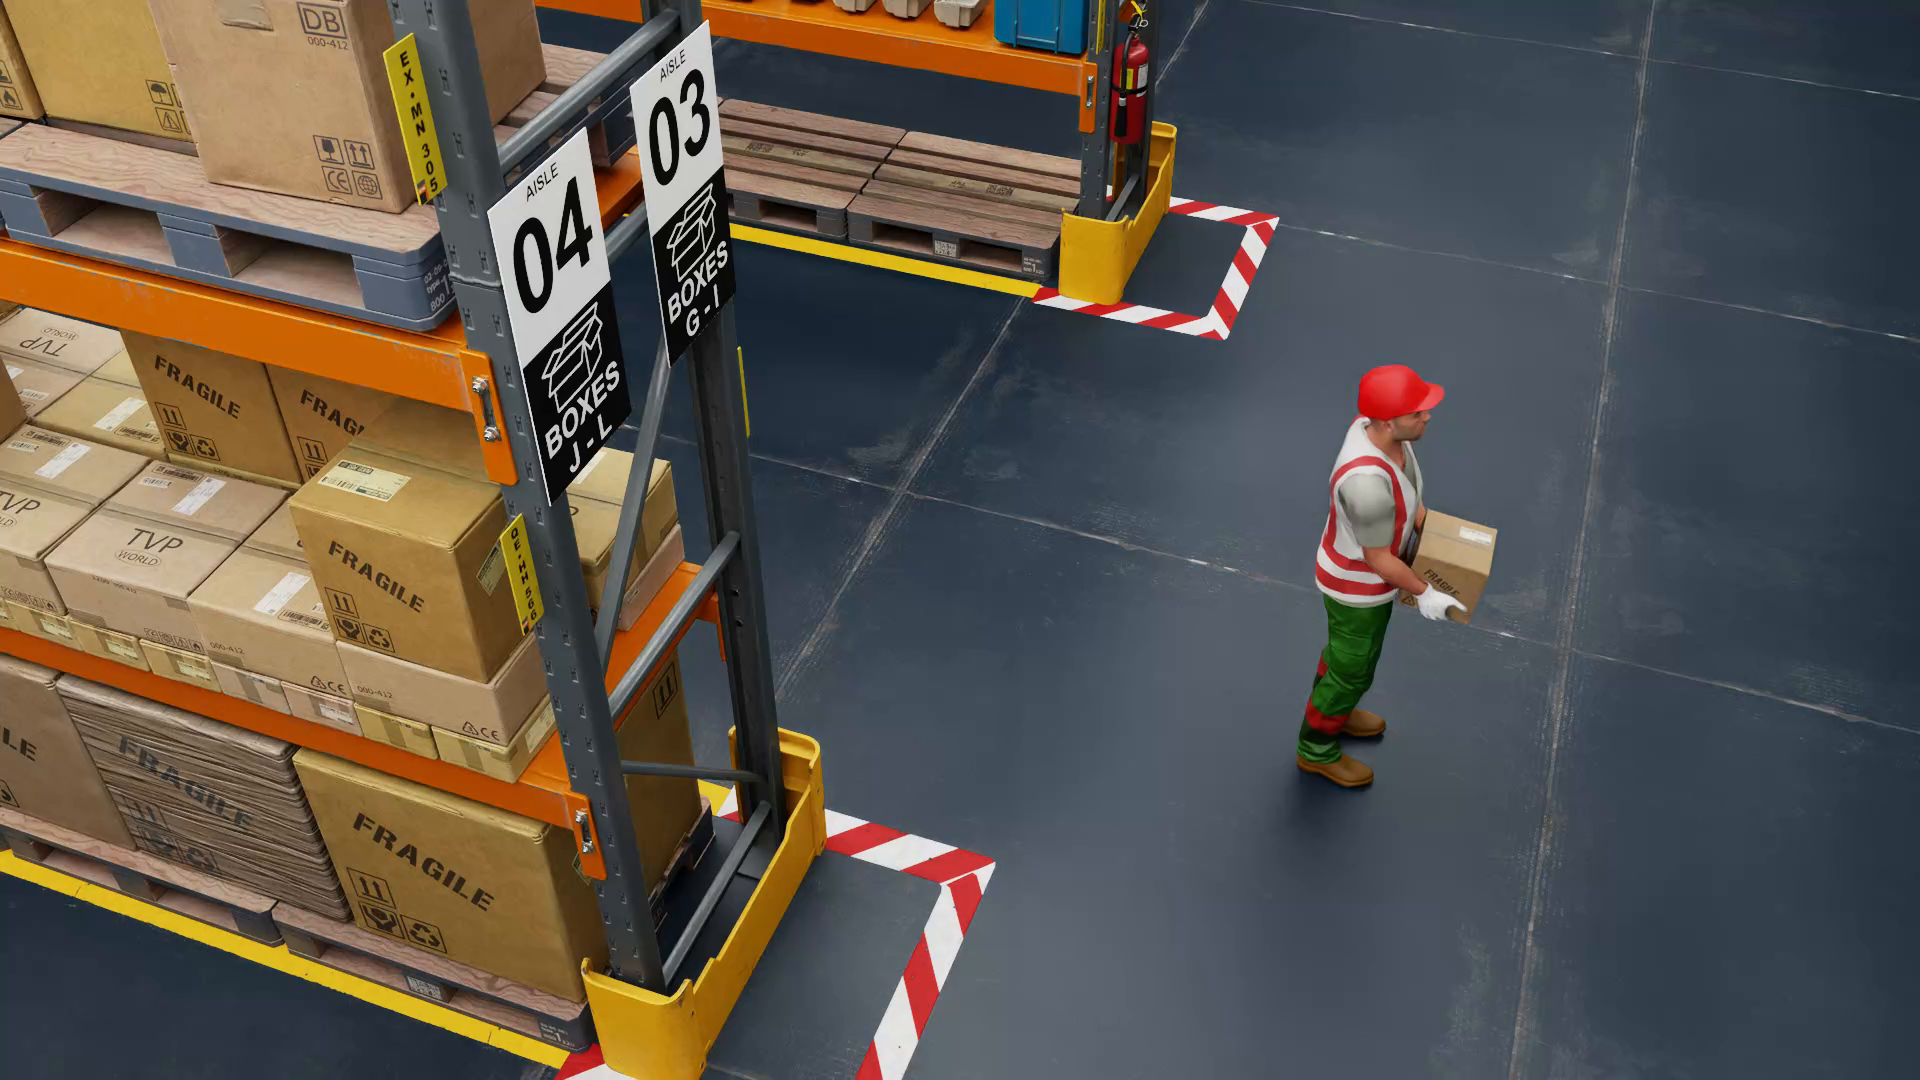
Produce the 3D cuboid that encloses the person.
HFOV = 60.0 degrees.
[{"bbox_3d":[1.547,0.146,5.971,0.547,1.793,0.519,13,43,15],"label":"person"}]
